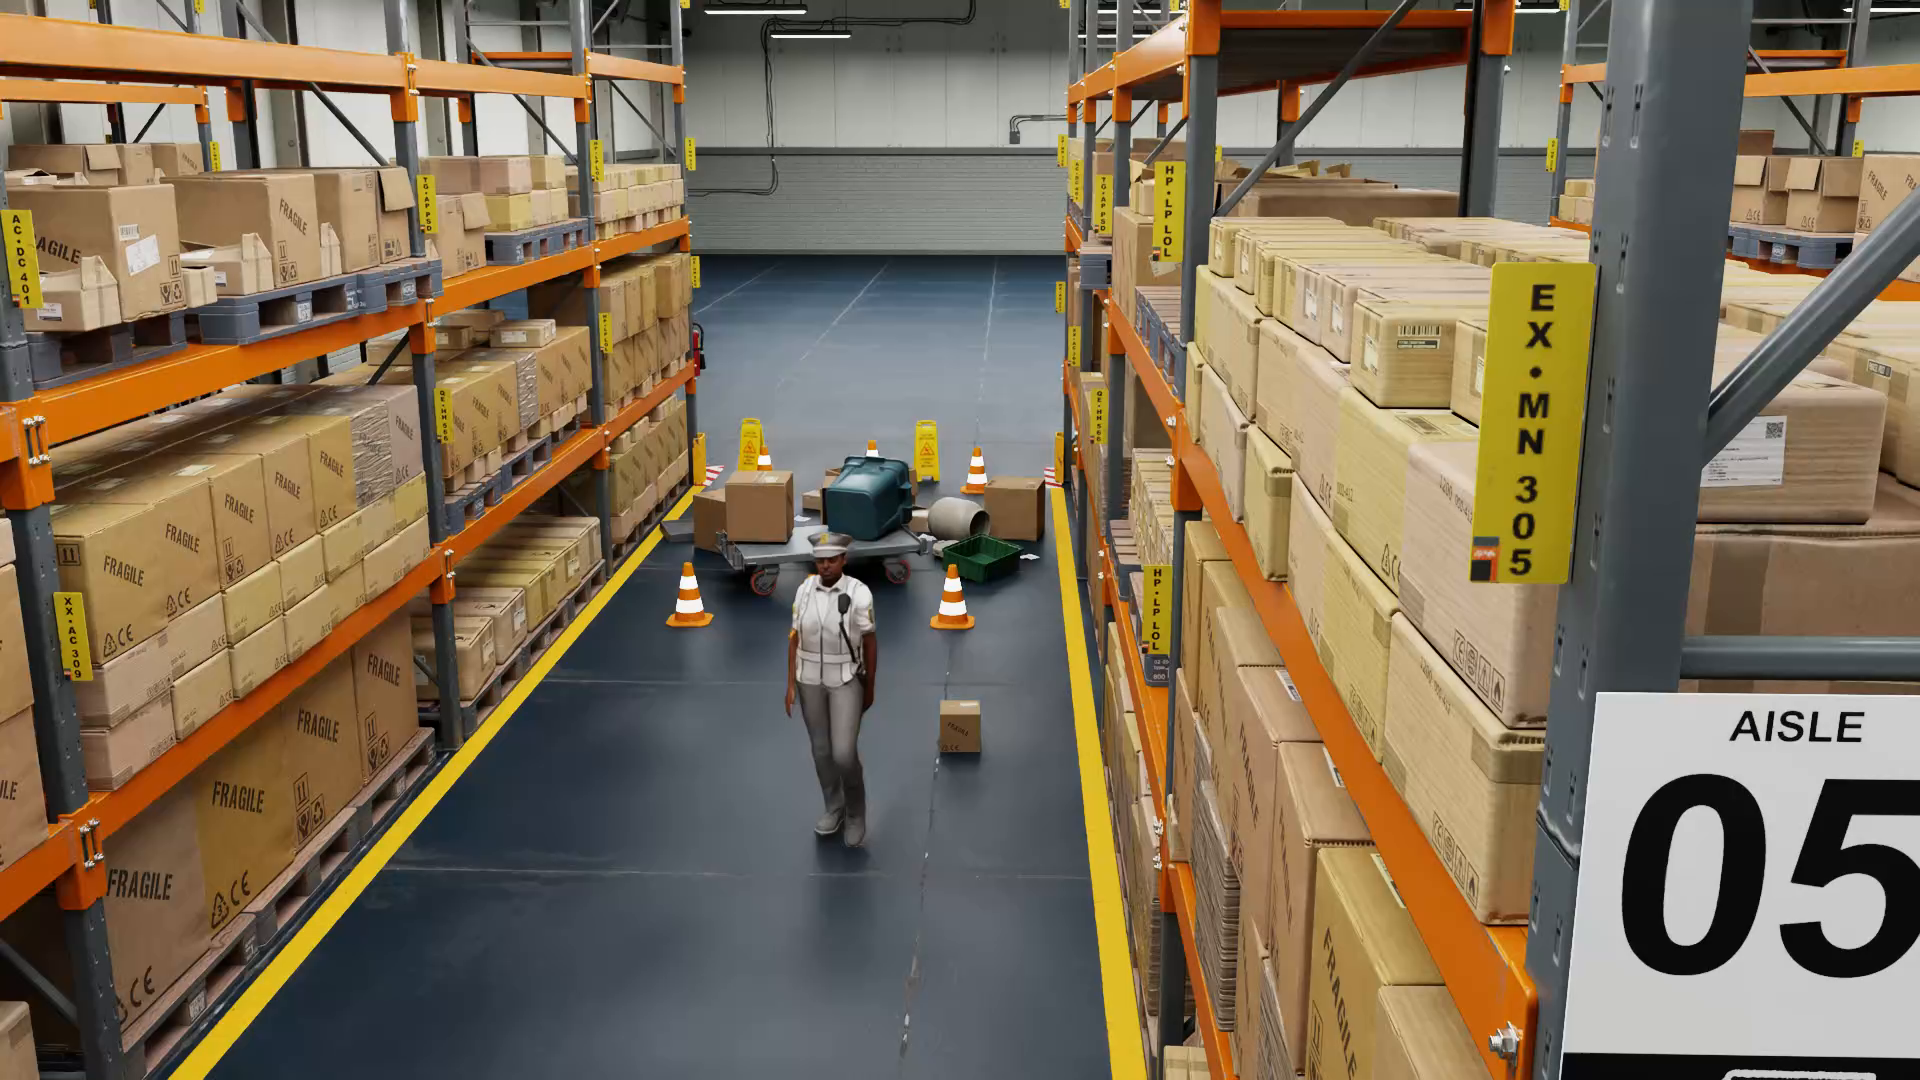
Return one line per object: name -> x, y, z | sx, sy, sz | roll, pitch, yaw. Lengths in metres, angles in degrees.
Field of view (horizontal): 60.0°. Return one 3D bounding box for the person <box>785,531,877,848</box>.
person -> -0.691, 0.791, 8.765 | 0.456, 1.726, 0.467 | 4, 15, 16
